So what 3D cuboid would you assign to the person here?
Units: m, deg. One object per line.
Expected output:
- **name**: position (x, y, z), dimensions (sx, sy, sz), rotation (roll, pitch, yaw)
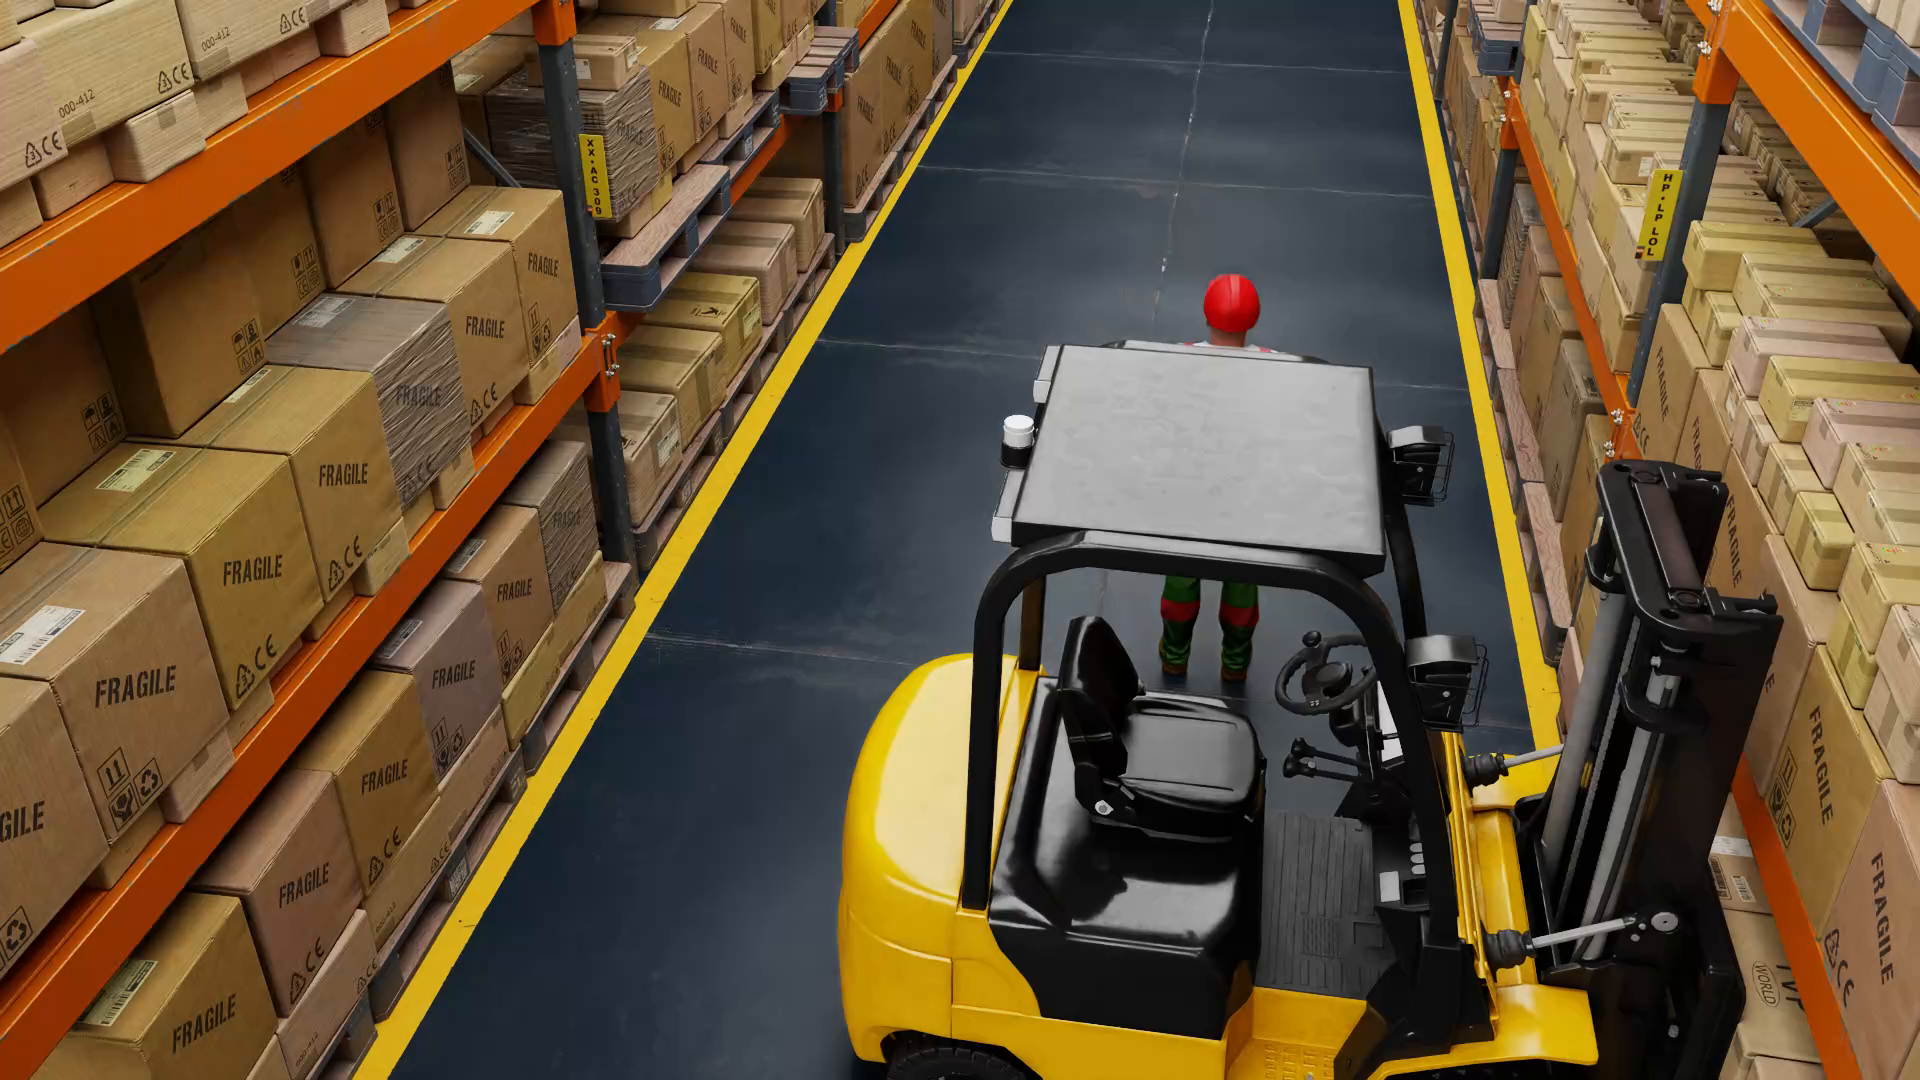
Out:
- **person**: position (1.021, -0.280, 6.567), dimensions (0.493, 1.782, 0.564), rotation (5, 32, 8)
